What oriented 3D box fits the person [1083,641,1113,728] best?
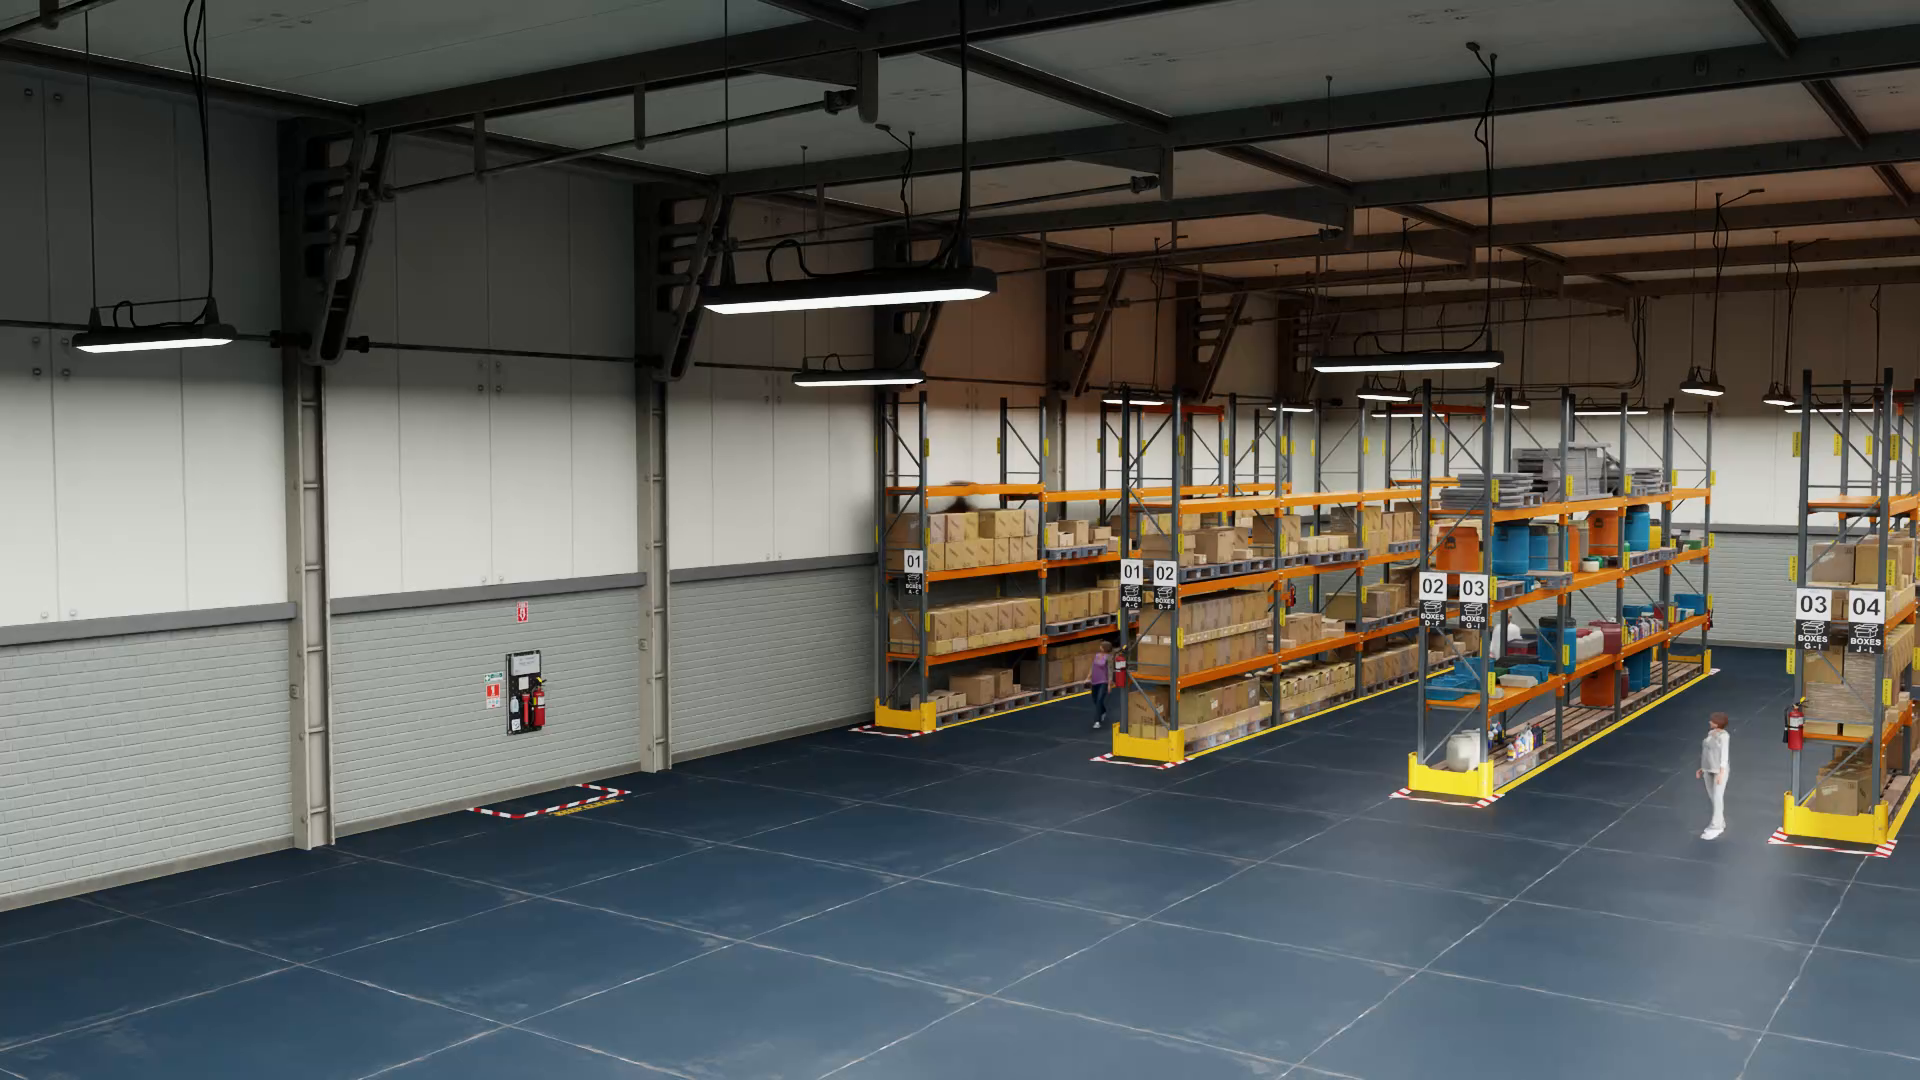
[{"bbox_3d":[2.515,2.571,29.858,0.518,1.513,0.847,1,3,25],"label":"person"}]

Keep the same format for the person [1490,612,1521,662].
[{"bbox_3d":[10.836,2.252,33.028,0.702,1.674,0.928,2,4,35],"label":"person"}]

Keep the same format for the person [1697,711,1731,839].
[{"bbox_3d":[9.710,3.016,21.429,0.492,1.616,0.433,-1,3,-20],"label":"person"}]
